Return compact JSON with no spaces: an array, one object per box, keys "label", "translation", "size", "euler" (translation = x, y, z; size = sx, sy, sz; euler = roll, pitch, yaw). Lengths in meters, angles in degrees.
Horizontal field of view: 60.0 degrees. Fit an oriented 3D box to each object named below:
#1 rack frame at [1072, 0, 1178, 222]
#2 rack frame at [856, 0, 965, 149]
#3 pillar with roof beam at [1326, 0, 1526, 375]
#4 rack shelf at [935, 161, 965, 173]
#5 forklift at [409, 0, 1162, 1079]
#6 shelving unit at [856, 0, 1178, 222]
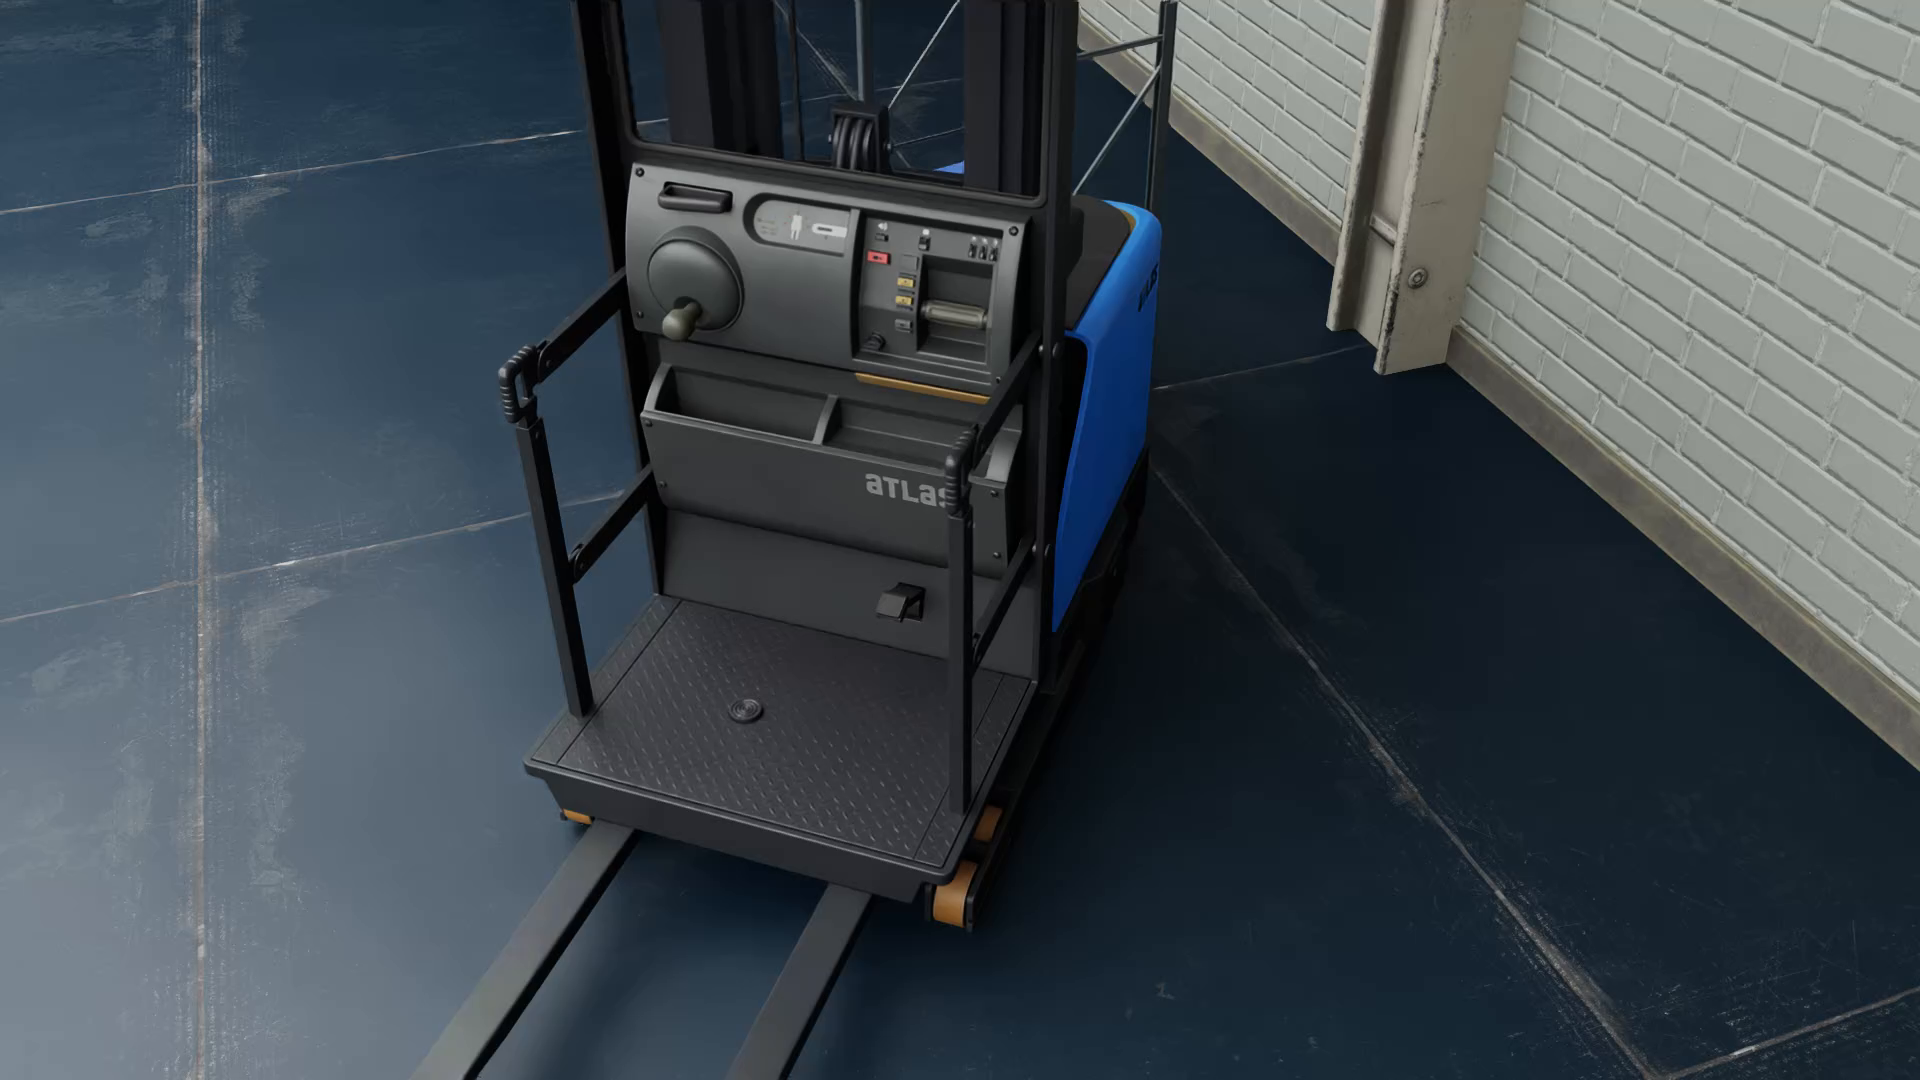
[{"label":"rack frame","translation":[0.414,-0.896,5.192],"size":[0.500,1.500,0.032],"euler":[-20,42,-25]},{"label":"rack frame","translation":[-0.122,-1.415,5.882],"size":[0.500,1.500,0.032],"euler":[-20,42,-25]},{"label":"pillar with roof beam","translation":[-2.437,-3.445,2.344],"size":[9.100,9.000,0.400],"euler":[-12,39,-16]},{"label":"rack shelf","translation":[0.146,-1.012,5.646],"size":[0.538,0.185,1.000],"euler":[-20,42,-25]},{"label":"forklift","translation":[-0.379,-0.519,3.503],"size":[1.130,2.935,3.031],"euler":[12,39,15]},{"label":"shelving unit","translation":[0.146,-1.155,5.537],"size":[0.538,1.500,1.048],"euler":[-20,42,-25]}]
